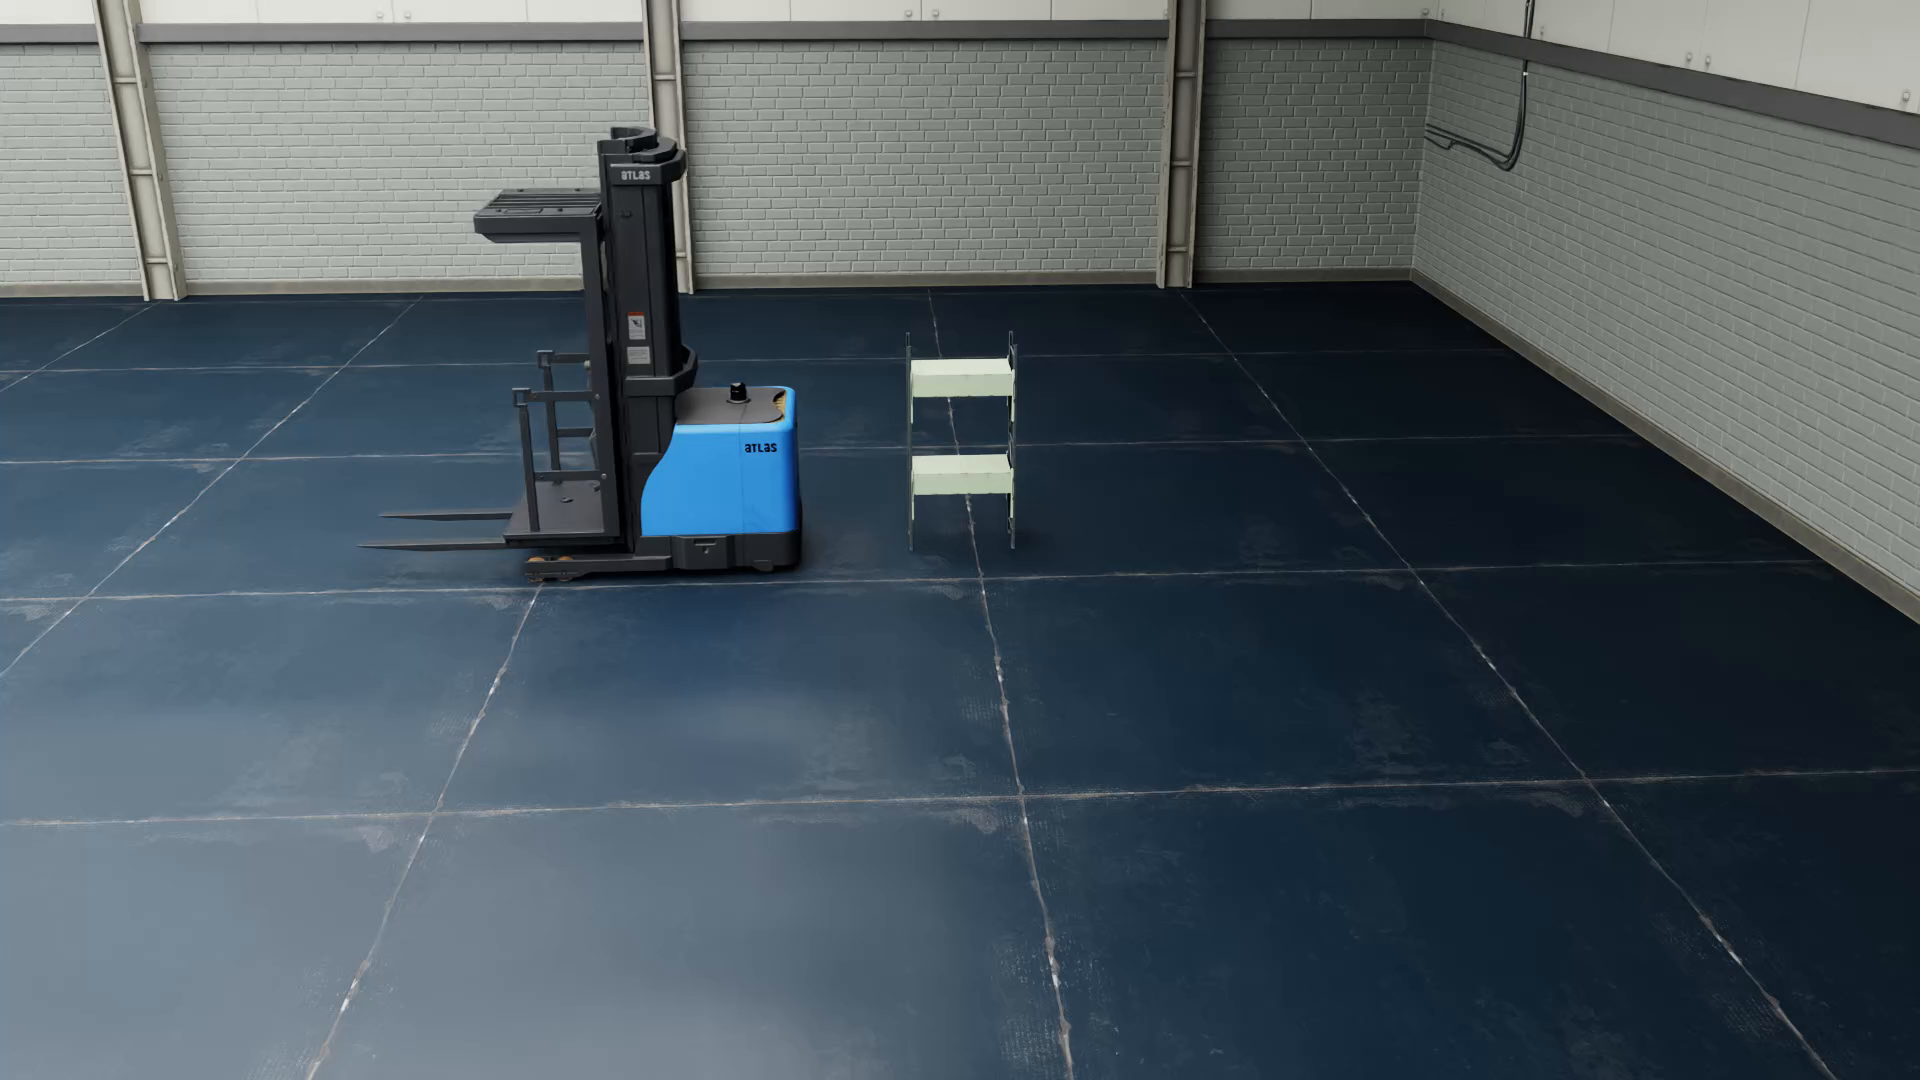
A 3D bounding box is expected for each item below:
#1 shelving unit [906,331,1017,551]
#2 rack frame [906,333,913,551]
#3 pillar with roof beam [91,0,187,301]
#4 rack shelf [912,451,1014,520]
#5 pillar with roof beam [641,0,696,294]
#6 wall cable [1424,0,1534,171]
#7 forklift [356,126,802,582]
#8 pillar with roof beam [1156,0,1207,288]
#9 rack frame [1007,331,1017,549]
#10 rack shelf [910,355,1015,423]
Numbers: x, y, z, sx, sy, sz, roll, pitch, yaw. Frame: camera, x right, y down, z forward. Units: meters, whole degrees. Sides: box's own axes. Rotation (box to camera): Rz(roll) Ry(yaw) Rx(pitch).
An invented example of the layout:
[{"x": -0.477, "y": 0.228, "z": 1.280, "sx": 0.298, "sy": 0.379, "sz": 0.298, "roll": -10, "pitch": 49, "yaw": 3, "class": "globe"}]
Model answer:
[{"x": 0.007, "y": -0.701, "z": 11.854, "sx": 0.755, "sy": 1.500, "sz": 0.431, "roll": -1, "pitch": 21, "yaw": -3, "class": "shelving unit"}, {"x": -0.359, "y": -0.694, "z": 11.835, "sx": 0.023, "sy": 1.500, "sz": 0.400, "roll": -1, "pitch": 21, "yaw": -3, "class": "rack frame"}, {"x": -9.126, "y": -5.539, "z": 14.023, "sx": 0.400, "sy": 9.000, "sz": 9.100, "roll": -1, "pitch": 21, "yaw": -3, "class": "pillar with roof beam"}, {"x": 0.007, "y": -0.396, "z": 11.970, "sx": 0.720, "sy": 0.370, "sz": 0.431, "roll": -1, "pitch": 21, "yaw": -3, "class": "rack shelf"}, {"x": -3.136, "y": -5.661, "z": 14.343, "sx": 0.400, "sy": 9.000, "sz": 9.100, "roll": -1, "pitch": 21, "yaw": -3, "class": "pillar with roof beam"}, {"x": 5.625, "y": -5.451, "z": 18.155, "sx": 0.112, "sy": 2.526, "sz": 3.097, "roll": -1, "pitch": 21, "yaw": -3, "class": "wall cable"}, {"x": -2.651, "y": -1.278, "z": 11.358, "sx": 3.031, "sy": 2.935, "sz": 1.130, "roll": -1, "pitch": 21, "yaw": -4, "class": "forklift"}, {"x": 2.854, "y": -5.783, "z": 14.663, "sx": 0.400, "sy": 9.000, "sz": 9.100, "roll": -1, "pitch": 21, "yaw": -3, "class": "pillar with roof beam"}, {"x": 0.372, "y": -0.708, "z": 11.874, "sx": 0.023, "sy": 1.500, "sz": 0.400, "roll": -1, "pitch": 21, "yaw": -3, "class": "rack frame"}, {"x": 0.007, "y": -1.066, "z": 11.716, "sx": 0.720, "sy": 0.370, "sz": 0.431, "roll": -1, "pitch": 21, "yaw": -3, "class": "rack shelf"}]
